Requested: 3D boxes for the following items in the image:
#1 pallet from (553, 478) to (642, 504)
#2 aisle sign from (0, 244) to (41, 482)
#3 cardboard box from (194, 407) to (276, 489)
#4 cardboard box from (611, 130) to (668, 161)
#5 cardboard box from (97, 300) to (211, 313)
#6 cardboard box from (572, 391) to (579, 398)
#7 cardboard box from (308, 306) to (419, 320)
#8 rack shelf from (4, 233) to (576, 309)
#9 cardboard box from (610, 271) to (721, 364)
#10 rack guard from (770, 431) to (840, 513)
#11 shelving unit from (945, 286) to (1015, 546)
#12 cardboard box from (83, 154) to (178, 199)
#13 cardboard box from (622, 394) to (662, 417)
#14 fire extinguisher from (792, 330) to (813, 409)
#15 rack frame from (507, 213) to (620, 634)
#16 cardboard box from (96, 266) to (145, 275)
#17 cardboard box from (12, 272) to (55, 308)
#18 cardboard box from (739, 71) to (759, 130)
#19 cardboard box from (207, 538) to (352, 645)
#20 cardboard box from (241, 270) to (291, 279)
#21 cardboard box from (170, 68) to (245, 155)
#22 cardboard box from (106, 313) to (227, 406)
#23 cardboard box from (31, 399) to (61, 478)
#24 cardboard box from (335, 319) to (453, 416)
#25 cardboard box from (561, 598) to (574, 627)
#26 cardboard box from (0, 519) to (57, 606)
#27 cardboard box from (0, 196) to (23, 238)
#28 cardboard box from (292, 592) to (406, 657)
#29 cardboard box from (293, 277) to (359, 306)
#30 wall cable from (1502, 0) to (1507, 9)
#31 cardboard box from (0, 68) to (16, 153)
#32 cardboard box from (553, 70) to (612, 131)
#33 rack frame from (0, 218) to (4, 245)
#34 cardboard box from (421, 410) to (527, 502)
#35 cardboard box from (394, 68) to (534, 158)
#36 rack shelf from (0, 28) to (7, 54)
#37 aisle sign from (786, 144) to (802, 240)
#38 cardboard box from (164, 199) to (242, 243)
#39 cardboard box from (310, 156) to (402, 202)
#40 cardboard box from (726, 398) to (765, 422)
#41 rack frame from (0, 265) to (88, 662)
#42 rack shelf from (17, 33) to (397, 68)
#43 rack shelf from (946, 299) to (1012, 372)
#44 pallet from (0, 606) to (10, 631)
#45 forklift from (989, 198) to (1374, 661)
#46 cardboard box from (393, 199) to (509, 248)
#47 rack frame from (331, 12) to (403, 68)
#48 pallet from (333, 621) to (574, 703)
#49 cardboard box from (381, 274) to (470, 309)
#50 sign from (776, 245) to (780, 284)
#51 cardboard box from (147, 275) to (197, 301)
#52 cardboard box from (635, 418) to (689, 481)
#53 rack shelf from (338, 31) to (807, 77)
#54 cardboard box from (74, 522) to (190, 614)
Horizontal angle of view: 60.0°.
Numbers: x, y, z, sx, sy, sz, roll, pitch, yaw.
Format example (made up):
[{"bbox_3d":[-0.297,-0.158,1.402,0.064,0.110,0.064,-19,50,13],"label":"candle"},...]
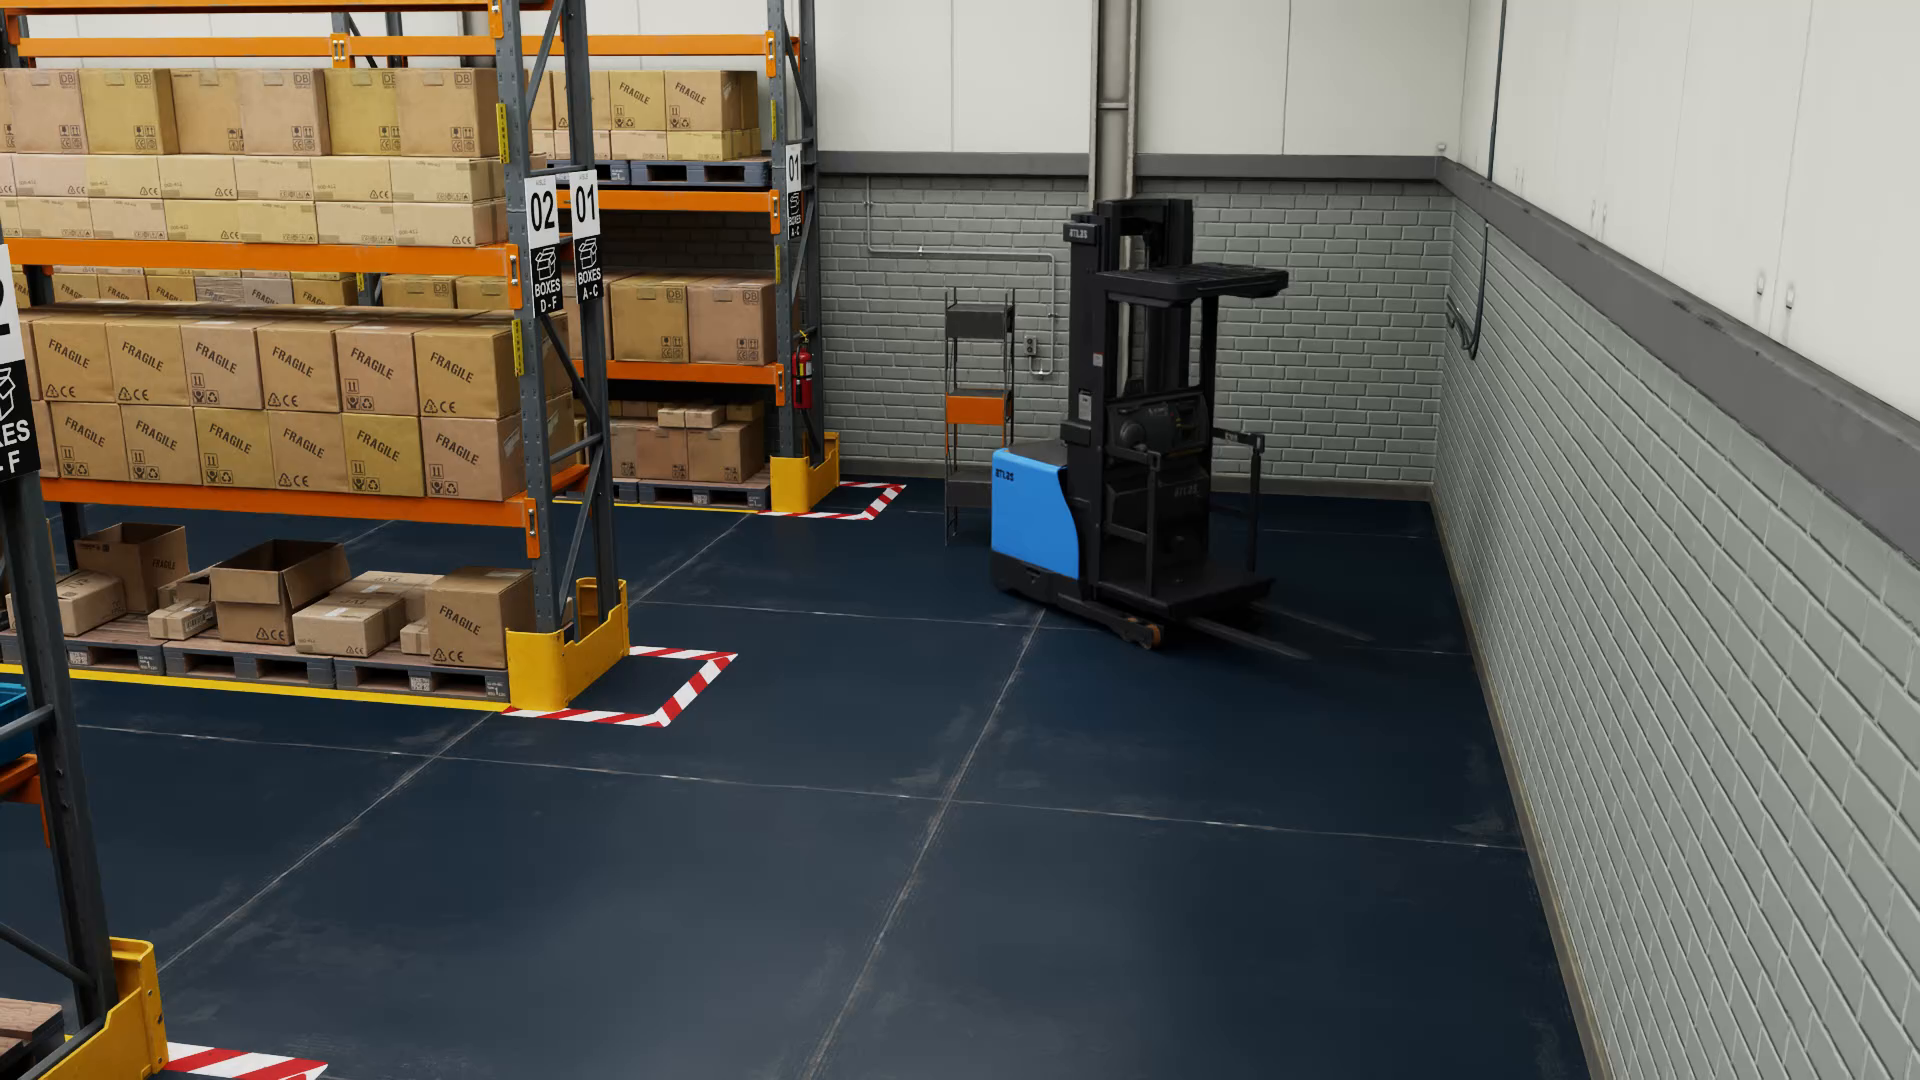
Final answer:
[{"bbox_3d":[-3.436,-0.587,15.715,1.213,0.211,1.003,3,16,11],"label":"pallet"},{"bbox_3d":[-3.290,-0.578,5.590,0.004,0.787,0.394,3,16,11],"label":"aisle sign"},{"bbox_3d":[-4.412,-0.629,10.458,0.500,0.500,0.500,3,16,10],"label":"cardboard box"},{"bbox_3d":[-2.726,-3.464,14.566,0.500,0.250,0.500,3,16,9],"label":"cardboard box"},{"bbox_3d":[-5.299,-1.304,11.021,0.500,0.500,0.500,3,16,10],"label":"cardboard box"},{"bbox_3d":[-3.733,-1.304,15.762,0.250,0.149,0.380,3,16,12],"label":"cardboard box"},{"bbox_3d":[-3.814,-1.223,10.729,0.500,0.500,0.500,3,16,12],"label":"cardboard box"},{"bbox_3d":[-4.388,-1.752,10.428,4.000,0.370,1.077,3,16,11],"label":"rack shelf"},{"bbox_3d":[-2.662,-2.048,15.204,0.700,0.700,0.980,3,16,11],"label":"cardboard box"},{"bbox_3d":[-1.422,-0.637,15.356,0.348,0.500,1.175,3,16,11],"label":"rack guard"},{"bbox_3d":[0.162,-1.003,13.680,0.503,2.100,0.431,3,16,11],"label":"shelving unit"},{"bbox_3d":[-4.943,-2.227,10.140,0.500,0.250,0.500,3,16,11],"label":"cardboard box"},{"bbox_3d":[-2.980,-1.264,15.616,0.250,0.149,0.380,3,16,12],"label":"cardboard box"},{"bbox_3d":[-1.389,-1.497,14.622,0.183,0.674,0.296,3,16,11],"label":"fire extinguisher"},{"bbox_3d":[-2.429,-0.547,10.348,0.127,3.000,1.000,3,16,11],"label":"rack frame"},{"bbox_3d":[-7.874,-2.686,15.882,0.500,0.250,0.500,3,16,11],"label":"cardboard box"},{"bbox_3d":[-8.860,-2.377,16.172,0.500,0.500,0.500,4,16,13],"label":"cardboard box"},{"bbox_3d":[-2.112,-3.930,14.845,0.500,0.500,0.500,2,16,9],"label":"cardboard box"},{"bbox_3d":[-4.506,0.330,11.035,0.637,0.503,0.797,3,16,11],"label":"cardboard box"},{"bbox_3d":[-6.373,-2.606,15.595,0.500,0.250,0.500,3,16,12],"label":"cardboard box"},{"bbox_3d":[-4.391,-2.644,10.239,0.500,0.500,0.700,3,16,11],"label":"cardboard box"},{"bbox_3d":[-4.933,-1.136,10.415,0.500,0.500,0.500,3,16,9],"label":"cardboard box"},{"bbox_3d":[-5.903,-0.710,10.748,0.500,0.500,0.500,4,16,13],"label":"cardboard box"},{"bbox_3d":[-3.415,-1.055,10.123,0.500,0.500,0.500,4,16,13],"label":"cardboard box"},{"bbox_3d":[-2.770,0.503,11.075,0.250,0.149,0.380,3,16,11],"label":"cardboard box"},{"bbox_3d":[-6.774,0.143,11.714,0.500,0.500,0.500,2,16,9],"label":"cardboard box"},{"bbox_3d":[-5.921,-2.043,10.409,0.500,0.250,0.500,3,16,11],"label":"cardboard box"},{"bbox_3d":[-3.935,0.543,10.739,0.500,0.250,0.500,3,16,11],"label":"cardboard box"},{"bbox_3d":[-5.867,-2.216,15.590,0.500,0.500,0.500,3,16,10],"label":"cardboard box"},{"bbox_3d":[3.487,-4.570,9.988,0.112,2.526,3.097,3,16,11],"label":"wall cable"},{"bbox_3d":[-5.864,-2.720,10.512,0.500,0.500,0.700,3,16,11],"label":"cardboard box"},{"bbox_3d":[-3.218,-3.851,14.558,0.500,0.500,0.500,2,16,9],"label":"cardboard box"},{"bbox_3d":[-3.419,-2.143,4.870,0.127,3.000,1.000,3,16,11],"label":"rack frame"},{"bbox_3d":[-2.922,-0.548,10.164,0.500,0.500,0.500,4,16,13],"label":"cardboard box"},{"bbox_3d":[-2.935,-2.546,9.884,0.500,0.500,0.700,3,16,11],"label":"cardboard box"},{"bbox_3d":[-8.308,-3.218,10.849,4.000,0.370,1.077,3,16,11],"label":"rack shelf"},{"bbox_3d":[-1.434,-3.014,14.383,0.004,0.787,0.394,3,16,11],"label":"aisle sign"},{"bbox_3d":[-4.452,-1.962,10.119,0.500,0.250,0.500,3,16,11],"label":"cardboard box"},{"bbox_3d":[-3.473,-2.148,9.854,0.500,0.250,0.500,3,16,11],"label":"cardboard box"},{"bbox_3d":[-1.989,-1.210,15.423,0.250,0.149,0.380,3,16,11],"label":"cardboard box"},{"bbox_3d":[-6.348,-0.760,11.116,0.127,3.000,1.000,3,16,11],"label":"rack frame"},{"bbox_3d":[-7.325,-4.514,15.528,4.000,0.370,1.077,3,16,11],"label":"rack shelf"},{"bbox_3d":[0.162,-1.665,13.497,0.480,0.518,0.431,3,16,11],"label":"rack shelf"},{"bbox_3d":[-7.153,0.551,11.609,1.213,0.211,1.003,3,16,11],"label":"pallet"},{"bbox_3d":[1.517,-0.820,11.461,1.130,2.935,3.031,-12,19,-36],"label":"forklift"},{"bbox_3d":[-2.985,-1.879,9.817,0.500,0.250,0.500,3,16,11],"label":"cardboard box"},{"bbox_3d":[-5.365,-4.947,14.994,0.127,3.000,1.000,3,16,11],"label":"rack frame"},{"bbox_3d":[-3.284,0.751,10.887,1.213,0.211,1.003,3,16,11],"label":"pallet"},{"bbox_3d":[-4.837,-2.167,15.635,0.700,0.700,0.980,3,16,12],"label":"cardboard box"},{"bbox_3d":[-1.567,-2.374,14.331,0.005,0.325,0.100,3,16,11],"label":"sign"},{"bbox_3d":[-7.350,-2.294,15.874,0.500,0.500,0.500,4,16,13],"label":"cardboard box"},{"bbox_3d":[-2.641,-0.879,15.440,0.500,0.500,0.700,3,16,11],"label":"cardboard box"},{"bbox_3d":[-3.405,-4.301,14.759,4.000,0.370,1.077,3,16,11],"label":"rack shelf"},{"bbox_3d":[-5.733,0.189,11.550,0.500,0.500,0.500,3,16,11],"label":"cardboard box"}]
